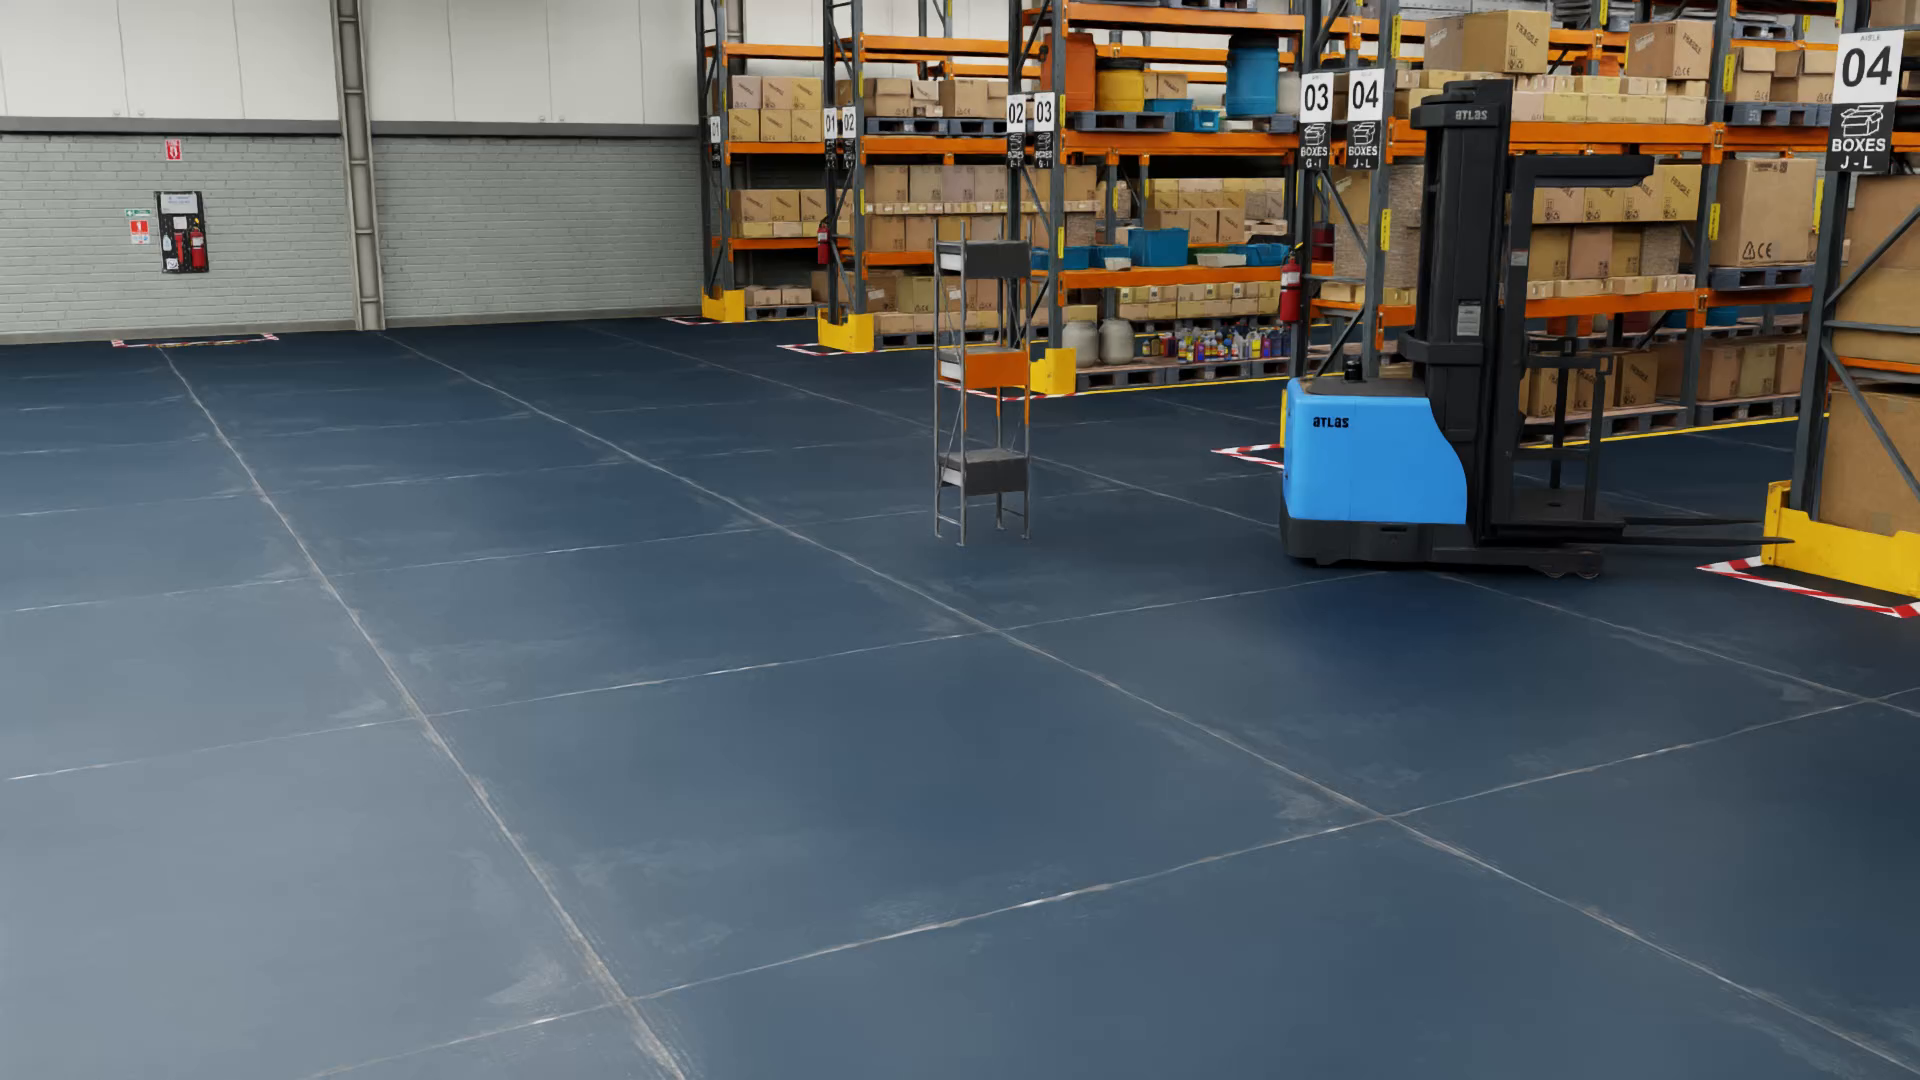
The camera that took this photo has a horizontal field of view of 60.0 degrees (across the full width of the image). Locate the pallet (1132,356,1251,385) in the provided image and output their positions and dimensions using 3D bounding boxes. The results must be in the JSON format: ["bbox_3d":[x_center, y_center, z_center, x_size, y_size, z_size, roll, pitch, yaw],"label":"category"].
[{"bbox_3d":[2.649,-2.025,19.628,1.213,0.211,1.003,-7,14,-28],"label":"pallet"}]

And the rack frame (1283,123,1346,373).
[{"bbox_3d":[4.330,-3.578,20.174,0.127,3.000,1.000,-7,14,-28],"label":"rack frame"}]

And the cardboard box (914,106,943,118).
[{"bbox_3d":[-0.434,-5.816,22.583,0.250,0.149,0.380,-7,14,-28],"label":"cardboard box"}]

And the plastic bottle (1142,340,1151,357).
[{"bbox_3d":[2.221,-2.284,19.797,0.097,0.201,0.097,0,13,0],"label":"plastic bottle"}]

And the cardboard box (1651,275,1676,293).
[{"bbox_3d":[6.432,-2.397,15.499,0.250,0.149,0.380,-7,14,-28],"label":"cardboard box"}]

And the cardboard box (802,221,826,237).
[{"bbox_3d":[-2.448,-5.103,27.246,0.500,0.250,0.500,-7,15,-29],"label":"cardboard box"}]

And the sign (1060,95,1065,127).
[{"bbox_3d":[1.079,-4.518,17.501,0.005,0.325,0.100,-7,14,-28],"label":"sign"}]

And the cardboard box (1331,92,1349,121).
[{"bbox_3d":[3.494,-3.692,14.193,0.500,0.250,0.500,-6,14,-27],"label":"cardboard box"}]

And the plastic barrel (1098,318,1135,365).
[{"bbox_3d":[1.800,-2.285,19.139,0.421,0.512,0.421,0,13,0],"label":"plastic barrel"}]

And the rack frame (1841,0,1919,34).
[{"bbox_3d":[5.480,-4.163,9.110,0.127,3.000,1.000,-7,14,-28],"label":"rack frame"}]

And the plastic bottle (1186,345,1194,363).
[{"bbox_3d":[2.651,-2.148,19.192,0.097,0.201,0.097,0,13,0],"label":"plastic bottle"}]

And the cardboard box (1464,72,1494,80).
[{"bbox_3d":[4.255,-3.845,13.965,0.250,0.149,0.380,-6,14,-26],"label":"cardboard box"}]

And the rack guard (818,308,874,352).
[{"bbox_3d":[-1.572,-2.890,22.811,0.348,0.500,1.175,-7,14,-28],"label":"rack guard"}]

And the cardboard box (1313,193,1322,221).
[{"bbox_3d":[5.970,-5.295,26.621,0.700,0.500,0.500,11,17,41],"label":"cardboard box"}]

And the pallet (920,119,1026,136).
[{"bbox_3d":[0.154,-5.731,23.110,1.213,0.211,1.003,-7,14,-28],"label":"pallet"}]

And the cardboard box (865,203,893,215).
[{"bbox_3d":[-1.103,-4.477,22.464,0.250,0.149,0.380,-7,14,-28],"label":"cardboard box"}]

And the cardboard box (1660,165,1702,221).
[{"bbox_3d":[6.440,-3.204,15.333,0.500,0.500,0.500,-7,14,-28],"label":"cardboard box"}]

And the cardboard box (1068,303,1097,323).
[{"bbox_3d":[1.658,-3.305,24.269,0.500,0.250,0.500,-7,14,-28],"label":"cardboard box"}]

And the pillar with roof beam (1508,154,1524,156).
[{"bbox_3d":[14.134,-9.297,31.925,0.400,9.000,9.100,-7,14,-28],"label":"pillar with roof beam"}]

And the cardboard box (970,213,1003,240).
[{"bbox_3d":[0.223,-4.371,23.470,0.500,0.500,0.700,-6,14,-26],"label":"cardboard box"}]

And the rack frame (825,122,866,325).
[{"bbox_3d":[-1.551,-4.112,22.548,0.127,3.000,1.000,-7,14,-28],"label":"rack frame"}]

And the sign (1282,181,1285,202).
[{"bbox_3d":[5.203,-5.583,26.629,0.005,0.325,0.100,-7,14,-28],"label":"sign"}]

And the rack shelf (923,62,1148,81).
[{"bbox_3d":[1.339,-8.078,29.057,4.000,0.370,1.077,-7,14,-28],"label":"rack shelf"}]

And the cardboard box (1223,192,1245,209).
[{"bbox_3d":[4.997,-6.275,31.207,0.500,0.500,0.500,-6,14,-26],"label":"cardboard box"}]

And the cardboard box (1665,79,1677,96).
[{"bbox_3d":[6.278,-4.107,15.130,0.250,0.149,0.380,-7,14,-27],"label":"cardboard box"}]

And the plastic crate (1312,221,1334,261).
[{"bbox_3d":[4.609,-3.719,20.655,0.583,0.464,0.402,-7,14,-28],"label":"plastic crate"}]

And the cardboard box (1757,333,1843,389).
[{"bbox_3d":[8.661,-1.843,17.157,0.500,0.500,0.700,-6,14,-23],"label":"cardboard box"}]

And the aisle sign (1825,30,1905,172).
[{"bbox_3d":[5.274,-2.554,9.707,0.004,0.787,0.394,-7,14,-28],"label":"aisle sign"}]

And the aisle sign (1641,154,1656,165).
[{"bbox_3d":[12.412,-7.127,30.025,0.004,0.787,0.394,-7,14,-28],"label":"aisle sign"}]

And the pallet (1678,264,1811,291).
[{"bbox_3d":[7.444,-2.582,16.186,1.213,0.211,1.003,-7,14,-28],"label":"pallet"}]

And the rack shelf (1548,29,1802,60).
[{"bbox_3d":[9.597,-6.589,22.443,4.000,0.370,1.077,-7,14,-28],"label":"rack shelf"}]

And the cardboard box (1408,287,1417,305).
[{"bbox_3d":[3.785,-2.086,14.120,0.250,0.149,0.380,-7,14,-28],"label":"cardboard box"}]

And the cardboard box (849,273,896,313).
[{"bbox_3d":[-1.223,-3.455,23.226,0.500,0.500,0.500,-7,14,-28],"label":"cardboard box"}]

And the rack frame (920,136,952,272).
[{"bbox_3d":[-0.417,-5.487,28.658,0.127,3.000,1.000,-7,14,-28],"label":"rack frame"}]

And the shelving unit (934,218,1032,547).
[{"bbox_3d":[0.145,-1.042,10.956,0.503,2.100,0.431,-7,14,-28],"label":"shelving unit"}]

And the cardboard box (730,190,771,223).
[{"bbox_3d":[-3.365,-5.361,26.685,0.500,0.500,0.500,-7,14,-28],"label":"cardboard box"}]

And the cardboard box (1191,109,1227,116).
[{"bbox_3d":[3.668,-6.317,24.900,0.500,0.250,0.500,-8,15,-33],"label":"cardboard box"}]

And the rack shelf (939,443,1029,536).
[{"bbox_3d":[0.145,-0.346,11.113,0.480,0.518,0.431,-7,14,-28],"label":"rack shelf"}]

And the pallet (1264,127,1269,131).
[{"bbox_3d":[3.938,-6.118,25.059,1.213,0.211,1.003,-6,14,-25],"label":"pallet"}]

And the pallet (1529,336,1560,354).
[{"bbox_3d":[7.143,-2.564,22.021,1.213,0.211,1.003,-7,14,-28],"label":"pallet"}]

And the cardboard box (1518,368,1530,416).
[{"bbox_3d":[4.815,-1.382,15.154,0.500,0.500,0.500,-5,14,-23],"label":"cardboard box"}]

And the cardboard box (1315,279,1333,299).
[{"bbox_3d":[6.007,-3.941,26.481,0.500,0.500,0.500,-6,14,-25],"label":"cardboard box"}]

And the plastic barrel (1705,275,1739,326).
[{"bbox_3d":[10.866,-3.546,23.858,0.708,0.901,0.600,-7,14,-28],"label":"plastic barrel"}]

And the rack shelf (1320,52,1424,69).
[{"bbox_3d":[7.226,-7.544,26.686,4.000,0.370,1.077,-7,14,-28],"label":"rack shelf"}]

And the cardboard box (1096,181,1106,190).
[{"bbox_3d":[2.530,-6.409,30.047,0.250,0.149,0.380,-10,16,-37],"label":"cardboard box"}]

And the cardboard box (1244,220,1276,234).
[{"bbox_3d":[4.593,-4.853,26.045,0.500,0.311,0.500,-7,14,-29],"label":"cardboard box"}]

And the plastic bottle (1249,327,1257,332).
[{"bbox_3d":[3.570,-2.475,20.477,0.135,0.276,0.152,-6,14,-26],"label":"plastic bottle"}]

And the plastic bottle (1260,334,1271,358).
[{"bbox_3d":[3.612,-2.298,19.674,0.133,0.283,0.061,-6,14,-24],"label":"plastic bottle"}]

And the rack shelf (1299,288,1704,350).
[{"bbox_3d":[4.948,-2.062,15.077,4.000,0.370,1.077,-7,14,-28],"label":"rack shelf"}]

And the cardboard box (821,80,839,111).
[{"bbox_3d":[-2.313,-7.330,27.465,0.500,0.500,0.500,-7,14,-28],"label":"cardboard box"}]

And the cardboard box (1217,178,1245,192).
[{"bbox_3d":[4.970,-6.640,31.124,0.500,0.250,0.500,-7,15,-29],"label":"cardboard box"}]

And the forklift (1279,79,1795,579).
[{"bbox_3d":[3.596,-1.320,10.301,3.031,2.935,1.130,2,13,8],"label":"forklift"}]

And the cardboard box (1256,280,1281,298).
[{"bbox_3d":[4.676,-3.932,25.777,0.500,0.311,0.500,-7,14,-29],"label":"cardboard box"}]

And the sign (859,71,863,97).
[{"bbox_3d":[-1.290,-5.933,21.635,0.005,0.325,0.100,-7,14,-28],"label":"sign"}]

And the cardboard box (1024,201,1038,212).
[{"bbox_3d":[0.930,-4.721,23.550,0.250,0.149,0.380,-7,14,-28],"label":"cardboard box"}]
